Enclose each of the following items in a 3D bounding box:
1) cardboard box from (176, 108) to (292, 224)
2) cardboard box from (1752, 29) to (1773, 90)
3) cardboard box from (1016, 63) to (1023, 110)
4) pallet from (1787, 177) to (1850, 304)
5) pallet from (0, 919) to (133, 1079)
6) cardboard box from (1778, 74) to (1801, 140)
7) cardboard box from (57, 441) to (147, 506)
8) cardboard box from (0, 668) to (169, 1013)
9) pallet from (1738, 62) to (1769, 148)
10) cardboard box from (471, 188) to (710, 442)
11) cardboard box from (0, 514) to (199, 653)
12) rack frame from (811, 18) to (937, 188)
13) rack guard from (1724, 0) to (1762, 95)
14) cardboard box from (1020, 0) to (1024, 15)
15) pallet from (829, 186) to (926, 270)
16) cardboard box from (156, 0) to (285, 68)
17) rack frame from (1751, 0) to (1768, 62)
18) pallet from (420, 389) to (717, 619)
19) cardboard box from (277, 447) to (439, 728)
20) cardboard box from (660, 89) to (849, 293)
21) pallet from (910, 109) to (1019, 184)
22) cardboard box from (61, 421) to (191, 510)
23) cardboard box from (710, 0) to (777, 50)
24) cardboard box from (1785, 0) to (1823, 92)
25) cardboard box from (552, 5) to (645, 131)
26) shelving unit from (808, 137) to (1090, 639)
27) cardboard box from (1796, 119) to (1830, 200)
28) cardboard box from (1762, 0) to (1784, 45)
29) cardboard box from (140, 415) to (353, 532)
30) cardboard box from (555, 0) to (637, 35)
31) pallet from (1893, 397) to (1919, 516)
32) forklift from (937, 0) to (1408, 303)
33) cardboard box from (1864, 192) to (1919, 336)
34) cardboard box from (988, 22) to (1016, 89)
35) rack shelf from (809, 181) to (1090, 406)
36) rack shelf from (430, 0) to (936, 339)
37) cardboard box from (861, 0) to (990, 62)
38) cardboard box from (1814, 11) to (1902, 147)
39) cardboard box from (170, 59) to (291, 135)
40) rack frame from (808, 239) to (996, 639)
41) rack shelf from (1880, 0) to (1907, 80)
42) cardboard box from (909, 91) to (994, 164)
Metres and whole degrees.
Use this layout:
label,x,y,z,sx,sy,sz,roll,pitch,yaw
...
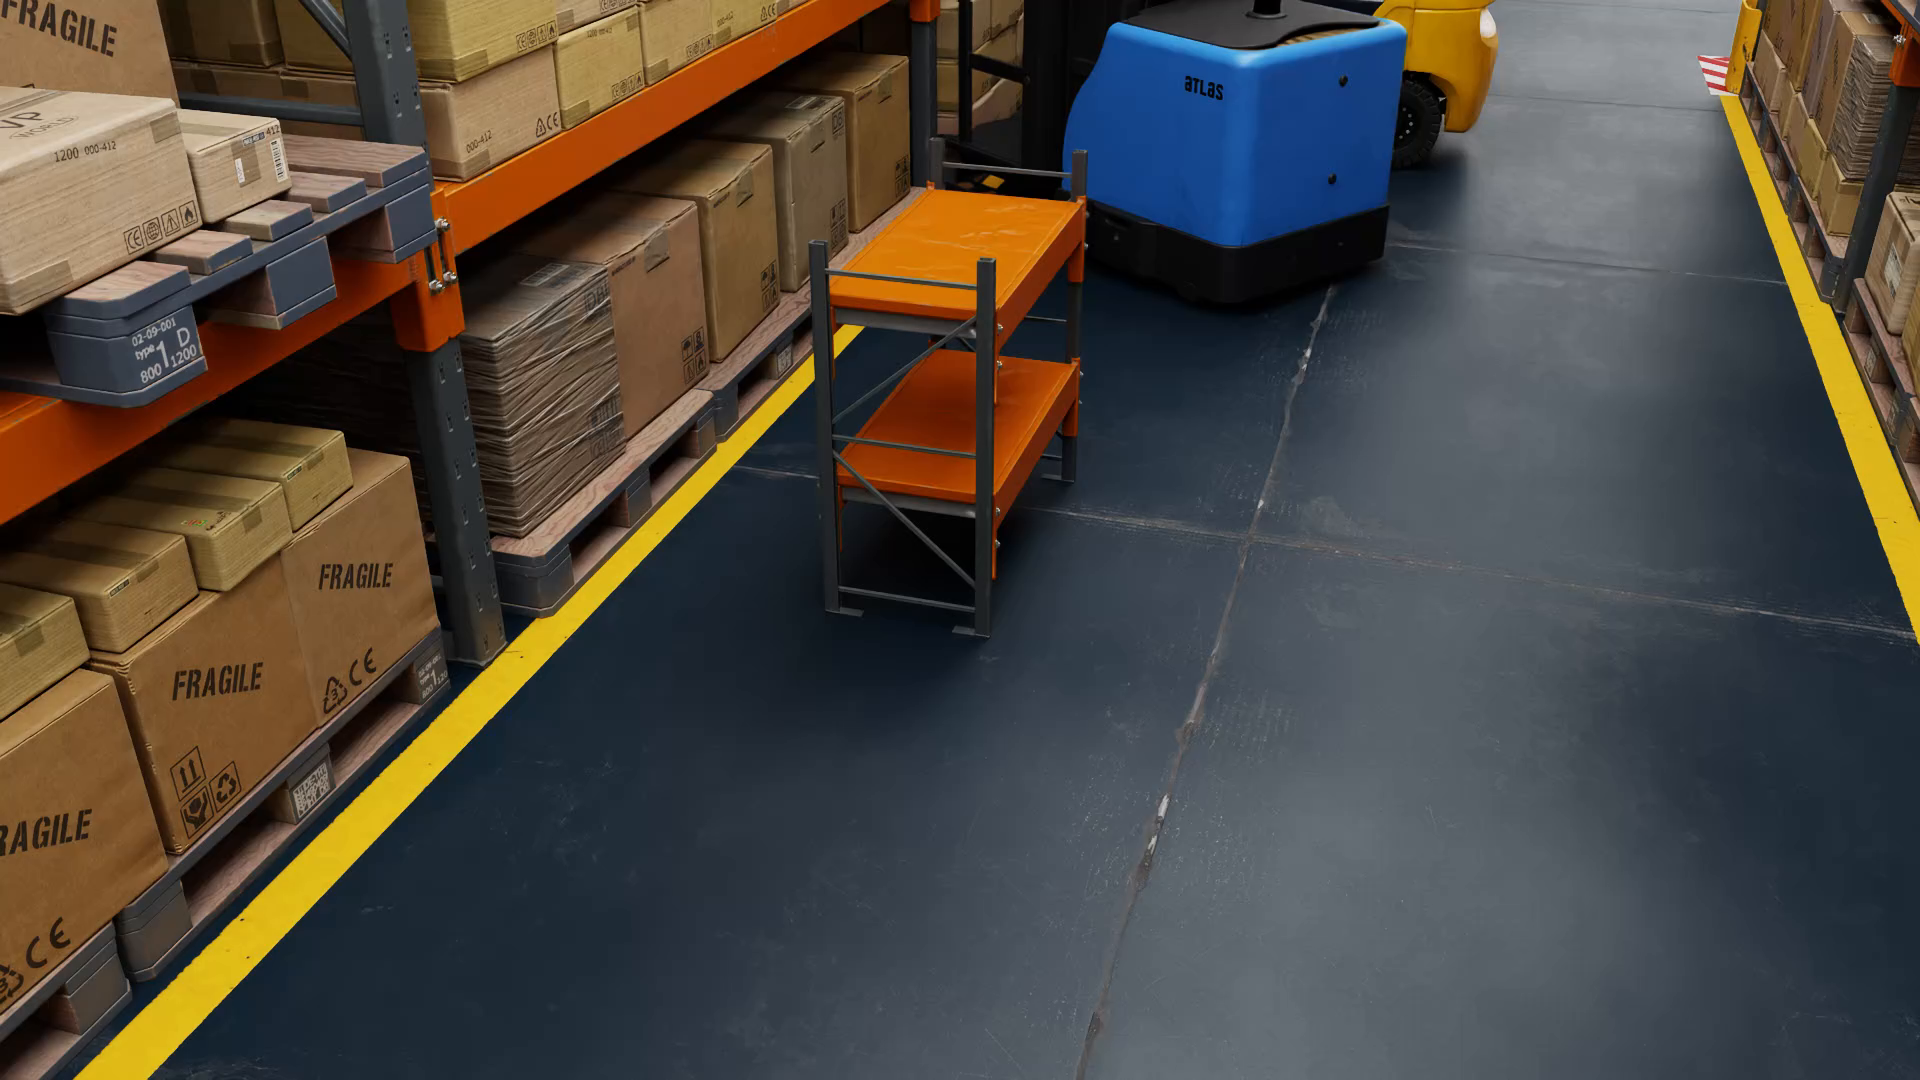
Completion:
label,x,y,z,sx,sy,sz,roll,pitch,yaw
cardboard box,-1.601,-0.765,3.367,0.380,0.149,0.250,9,30,16
cardboard box,4.818,-2.709,9.431,0.500,0.250,0.500,8,30,14
cardboard box,0.128,-2.549,9.143,0.500,0.250,0.500,9,30,16
pallet,4.308,-1.302,7.374,1.003,0.211,1.213,8,30,15
pallet,-2.390,1.074,3.103,1.003,0.211,1.213,8,30,15
cardboard box,4.513,-2.218,8.548,0.500,0.250,0.500,11,31,18
cardboard box,-2.226,-0.228,4.047,0.380,0.149,0.250,10,31,17
cardboard box,-2.002,0.559,3.299,0.500,0.500,0.500,10,31,17
pallet,5.025,-2.436,9.413,1.003,0.211,1.213,8,30,15
cardboard box,-1.395,-0.790,5.595,0.875,0.625,0.625,9,30,17
cardboard box,-1.848,0.087,3.480,0.380,0.149,0.250,7,30,13
rack frame,-0.601,-2.910,7.396,1.000,3.000,0.127,8,30,15
rack guard,5.297,-2.935,10.012,1.175,0.500,0.348,8,30,15
cardboard box,0.136,-2.978,8.886,0.500,0.250,0.500,10,30,17
pallet,-0.780,-1.344,7.449,1.003,0.211,1.213,8,30,15
cardboard box,-1.909,-1.453,4.416,0.500,0.250,0.500,9,30,16
rack frame,5.319,-4.063,9.468,1.000,3.000,0.127,8,30,15
pallet,-1.496,-0.210,5.410,1.003,0.211,1.213,8,30,15
cardboard box,-1.694,0.084,4.152,0.500,0.500,0.500,9,30,16
cardboard box,-0.979,-1.453,6.786,0.875,0.625,0.625,8,30,14
pallet,-0.328,-2.056,8.728,1.003,0.211,1.213,8,30,15
cardboard box,-2.167,0.013,4.280,0.500,0.500,0.500,10,31,17
cardboard box,-0.961,-1.872,5.683,0.500,0.250,0.500,9,30,16
cardboard box,4.507,-2.550,8.374,0.500,0.500,0.500,9,30,16
cardboard box,-1.259,-1.390,4.818,0.500,0.250,0.500,8,30,14
shelving unit,-0.002,-0.488,4.971,0.538,1.125,1.048,8,30,15
cardboard box,4.208,-1.748,7.703,0.500,0.250,0.500,8,30,14
cardboard box,4.812,-3.026,9.229,0.500,0.500,0.500,7,30,13
cardboard box,-1.678,-0.161,3.925,0.380,0.149,0.250,7,30,12
cardboard box,-1.263,-1.608,4.696,0.500,0.250,0.500,9,30,16
pallet,3.562,-0.054,5.131,1.003,0.211,1.213,8,30,15
forklift,0.579,-2.909,7.464,1.130,2.935,3.031,-21,35,-32
cardboard box,3.993,-0.995,6.224,0.950,0.372,0.625,9,30,16
cardboard box,-0.018,-2.526,8.587,0.500,0.250,0.500,8,30,15
rack shelf,-0.002,-0.744,4.829,0.538,0.278,1.000,8,30,15
rack shelf,-1.188,-1.667,5.900,1.077,0.370,4.000,8,30,15
cardboard box,-0.159,-2.509,8.043,0.500,0.250,0.500,8,30,14
cardboard box,4.210,-2.063,7.499,0.500,0.500,0.500,9,30,16
cardboard box,-1.888,-1.231,4.532,0.500,0.250,0.500,8,30,14
rack frame,-0.151,-0.252,4.546,0.500,1.125,0.032,8,30,15
rack shelf,4.732,-2.819,7.972,1.077,0.370,4.000,8,30,15
cardboard box,-0.143,-2.070,8.282,0.500,0.250,0.500,9,30,15
